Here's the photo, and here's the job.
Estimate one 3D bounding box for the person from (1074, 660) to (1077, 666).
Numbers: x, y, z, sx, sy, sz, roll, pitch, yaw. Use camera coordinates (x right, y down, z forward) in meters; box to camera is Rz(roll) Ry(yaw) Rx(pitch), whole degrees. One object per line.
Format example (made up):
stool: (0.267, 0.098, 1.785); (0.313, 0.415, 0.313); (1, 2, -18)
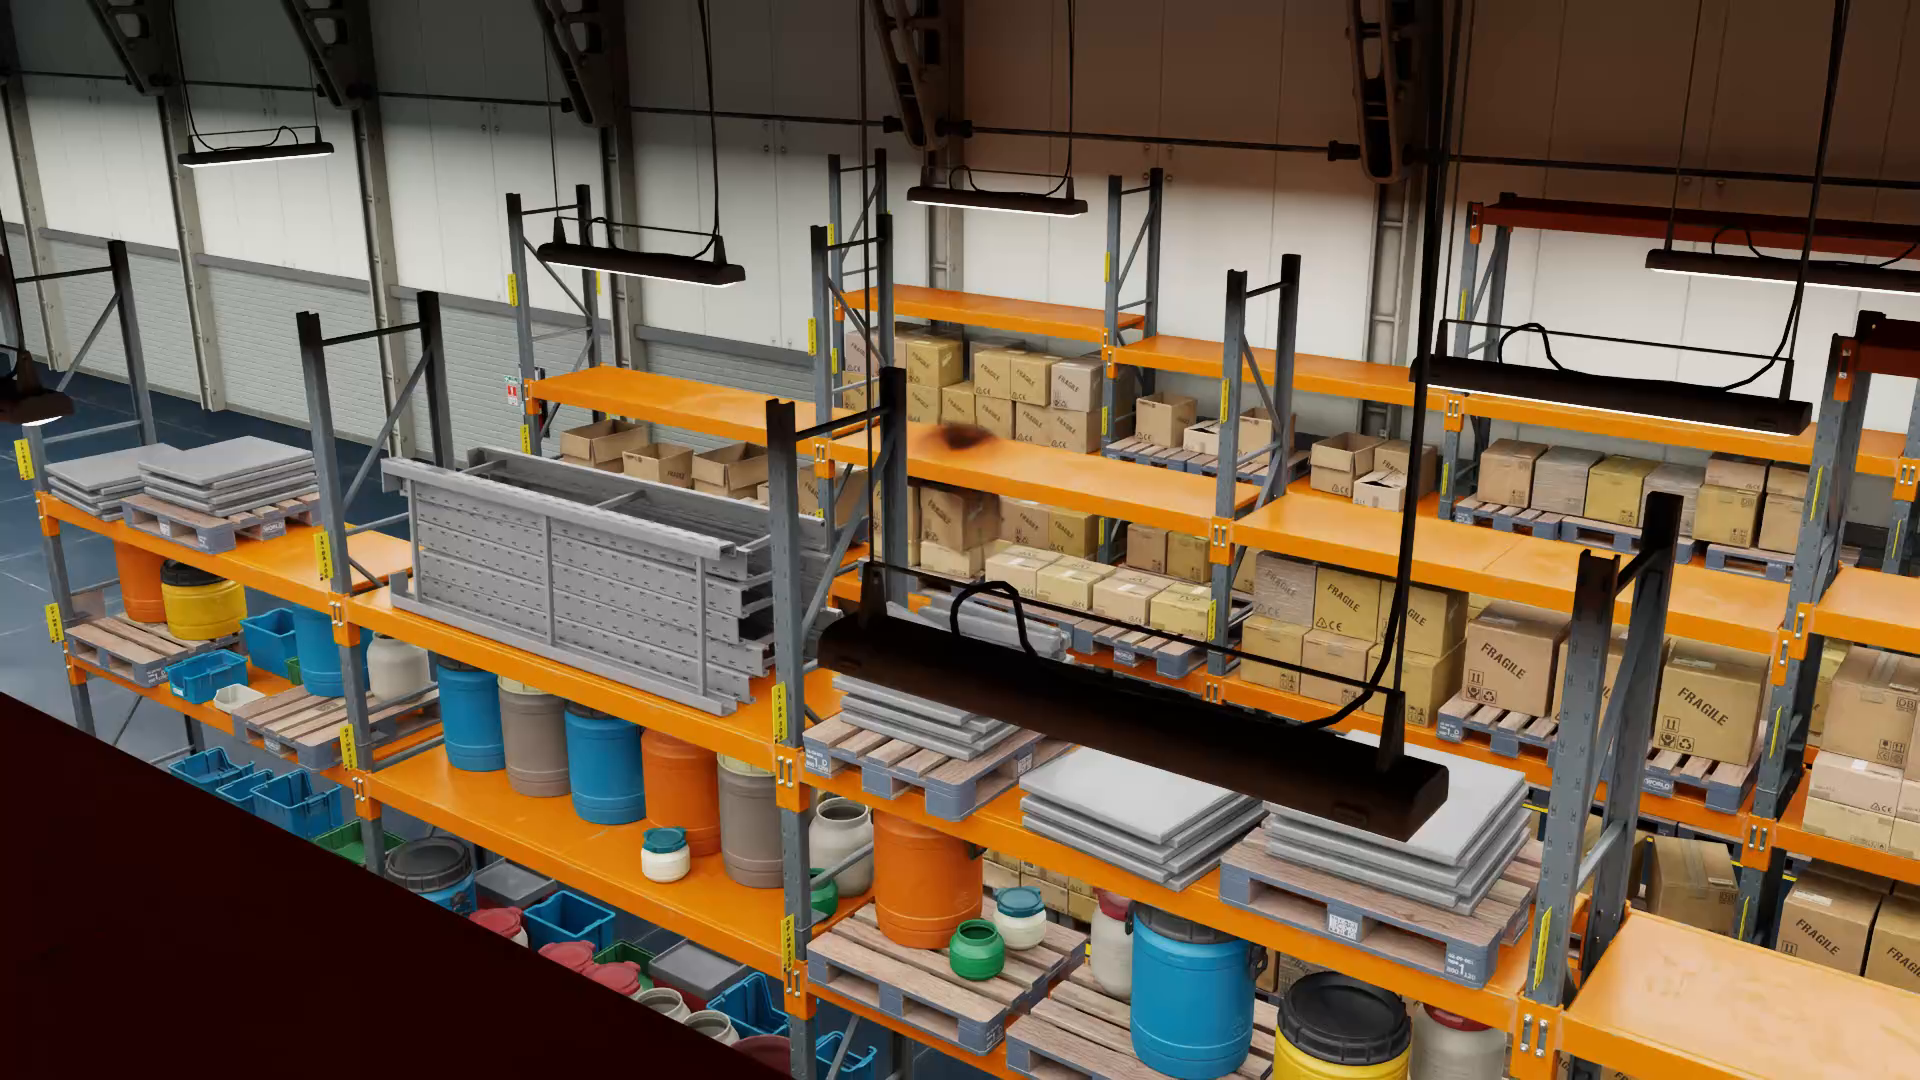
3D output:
person: (0.931, 1.845, 16.843); (0.830, 1.778, 0.648); (-1, 19, -3)
